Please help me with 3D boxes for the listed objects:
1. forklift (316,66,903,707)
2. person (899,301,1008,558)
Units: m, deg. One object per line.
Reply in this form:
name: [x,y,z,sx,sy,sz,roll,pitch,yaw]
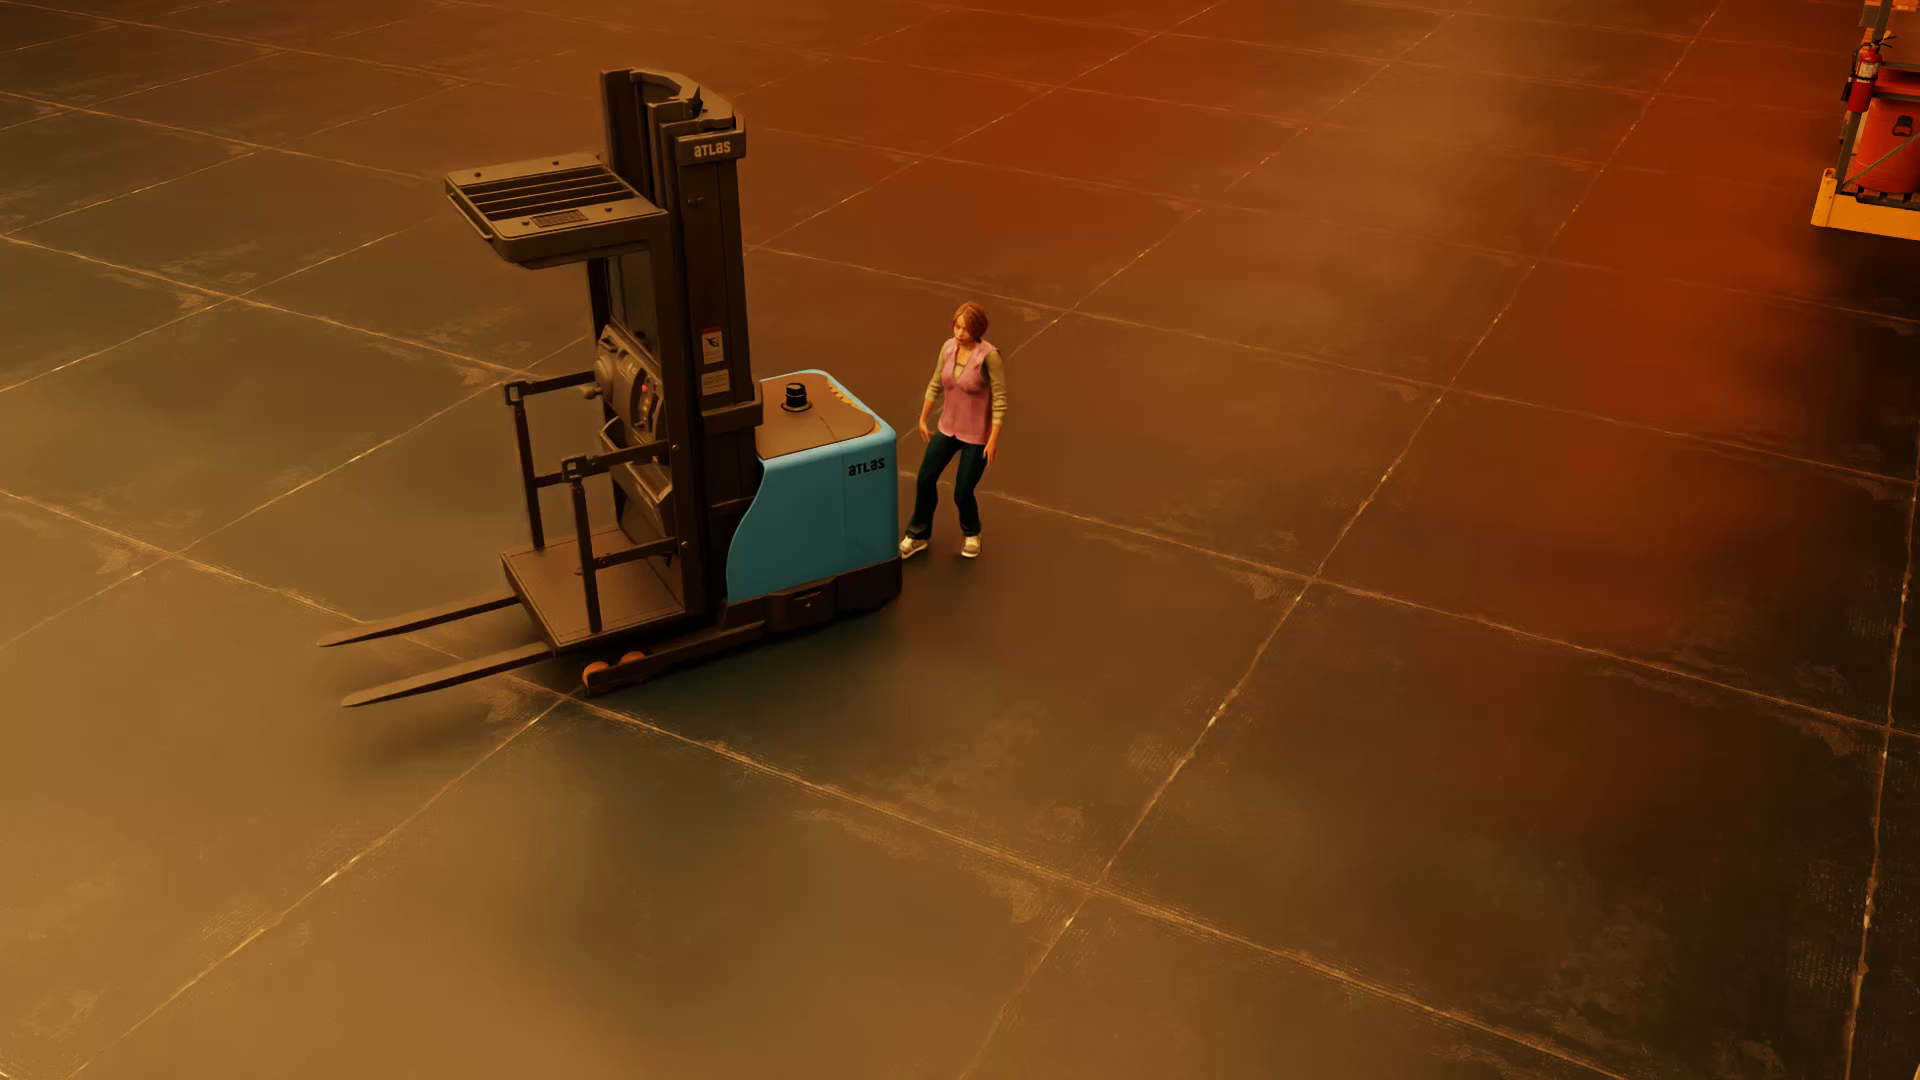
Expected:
forklift: [-1.865,-0.773,8.411,3.031,2.935,1.130,-16,33,-25]
person: [-0.043,-0.568,9.451,0.573,1.558,0.520,21,36,31]
